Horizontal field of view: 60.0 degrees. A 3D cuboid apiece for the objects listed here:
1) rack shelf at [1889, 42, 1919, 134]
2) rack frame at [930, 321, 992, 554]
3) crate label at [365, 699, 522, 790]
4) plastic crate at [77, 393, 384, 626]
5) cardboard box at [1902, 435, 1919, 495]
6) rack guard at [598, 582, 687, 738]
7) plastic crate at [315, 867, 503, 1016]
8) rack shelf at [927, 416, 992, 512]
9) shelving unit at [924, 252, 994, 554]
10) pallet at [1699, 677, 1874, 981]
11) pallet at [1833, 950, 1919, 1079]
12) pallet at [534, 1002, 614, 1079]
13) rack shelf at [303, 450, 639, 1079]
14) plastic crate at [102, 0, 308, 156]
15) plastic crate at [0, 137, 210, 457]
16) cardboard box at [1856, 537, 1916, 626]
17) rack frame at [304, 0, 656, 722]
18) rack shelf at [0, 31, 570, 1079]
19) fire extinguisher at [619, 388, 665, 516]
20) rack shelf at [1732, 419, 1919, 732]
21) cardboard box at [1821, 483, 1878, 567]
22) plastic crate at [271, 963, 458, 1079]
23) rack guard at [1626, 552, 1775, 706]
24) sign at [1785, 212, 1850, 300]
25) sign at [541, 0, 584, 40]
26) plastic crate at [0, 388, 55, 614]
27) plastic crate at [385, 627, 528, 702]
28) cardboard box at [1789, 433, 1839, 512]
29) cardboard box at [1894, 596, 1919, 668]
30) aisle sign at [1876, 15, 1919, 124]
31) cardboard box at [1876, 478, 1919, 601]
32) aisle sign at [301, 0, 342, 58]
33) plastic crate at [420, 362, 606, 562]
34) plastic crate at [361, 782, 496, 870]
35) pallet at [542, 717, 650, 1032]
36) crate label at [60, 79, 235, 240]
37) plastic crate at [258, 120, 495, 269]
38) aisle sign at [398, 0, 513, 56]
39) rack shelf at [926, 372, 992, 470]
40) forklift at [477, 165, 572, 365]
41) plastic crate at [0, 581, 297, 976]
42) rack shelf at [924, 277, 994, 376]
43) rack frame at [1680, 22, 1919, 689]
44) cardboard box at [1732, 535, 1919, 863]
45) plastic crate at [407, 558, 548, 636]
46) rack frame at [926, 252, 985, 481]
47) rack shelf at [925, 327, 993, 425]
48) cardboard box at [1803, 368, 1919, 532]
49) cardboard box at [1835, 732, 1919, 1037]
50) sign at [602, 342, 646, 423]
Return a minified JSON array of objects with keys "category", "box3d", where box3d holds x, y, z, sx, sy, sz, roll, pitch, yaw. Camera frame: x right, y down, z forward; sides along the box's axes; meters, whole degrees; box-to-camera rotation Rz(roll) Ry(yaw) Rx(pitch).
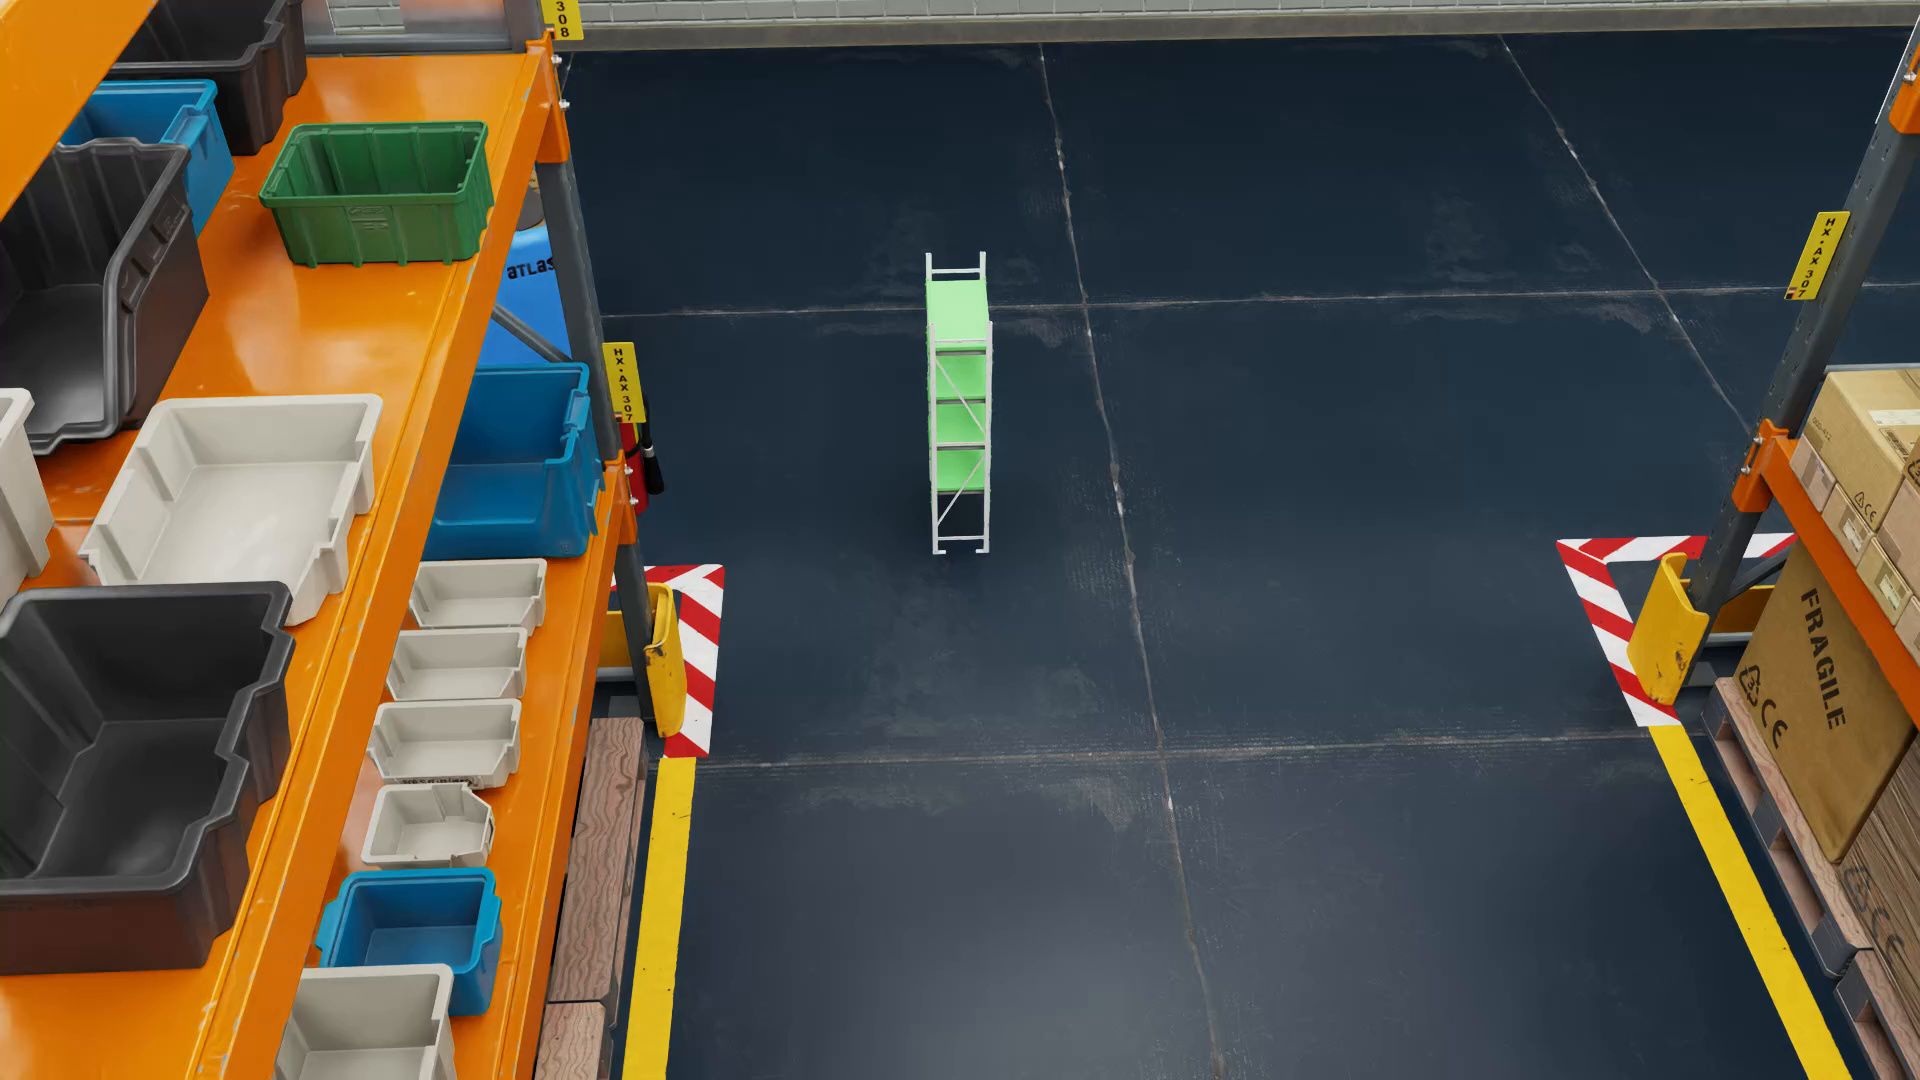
[{"category":"rack shelf","box3d":[3.380,-0.061,3.409,1.077,0.370,4.000,-2,43,-2]},{"category":"rack frame","box3d":[0.003,-0.389,6.787,0.240,1.200,0.015,-2,43,-2]},{"category":"crate label","box3d":[-1.403,0.576,4.553,0.396,0.136,0.243,-2,43,-2]},{"category":"plastic crate","box3d":[-1.317,-0.049,3.058,0.437,0.136,0.530,-2,43,-2]},{"category":"cardboard box","box3d":[3.067,-0.232,4.619,0.500,0.500,0.500,-3,43,-3]},{"category":"rack guard","box3d":[-1.667,0.478,6.359,1.175,0.500,0.348,-2,43,-2]},{"category":"plastic crate","box3d":[-1.310,0.991,4.029,0.416,0.233,0.300,-2,43,-2]},{"category":"rack shelf","box3d":[-0.007,-0.330,7.172,0.258,0.148,0.480,-2,43,-2]},{"category":"shelving unit","box3d":[-0.007,-0.554,6.966,0.258,1.200,0.503,-2,43,-2]},{"category":"pallet","box3d":[3.408,0.995,6.008,1.003,0.211,1.213,-2,43,-2]},{"category":"pallet","box3d":[3.456,1.817,5.112,1.003,0.211,1.213,-2,43,-2]},{"category":"pallet","box3d":[-1.608,1.979,4.934,1.003,0.211,1.213,-2,43,-2]},{"category":"rack shelf","box3d":[-1.568,1.187,4.267,1.077,0.370,4.000,-2,43,-2]},{"category":"plastic crate","box3d":[-1.915,-1.218,4.235,0.497,0.269,0.590,-2,43,-2]},{"category":"plastic crate","box3d":[-1.863,-0.472,3.371,0.504,0.338,0.767,-2,43,-2]},{"category":"cardboard box","box3d":[3.004,0.118,5.088,0.380,0.149,0.250,-3,43,-3]},{"category":"rack frame","box3d":[-1.653,-0.428,5.497,1.000,3.000,0.127,-2,43,-2]},{"category":"rack shelf","box3d":[-1.568,0.082,3.254,1.077,0.370,4.000,-2,43,-2]},{"category":"fire extinguisher","box3d":[-1.205,-0.377,5.775,0.296,0.674,0.183,-2,43,-2]},{"category":"rack shelf","box3d":[3.380,1.045,4.422,1.077,0.370,4.000,-2,43,-2]},{"category":"cardboard box","box3d":[2.993,-0.055,5.276,0.380,0.149,0.250,-2,43,-2]},{"category":"plastic crate","box3d":[-1.364,1.258,3.701,0.437,0.282,0.530,-2,43,-2]},{"category":"rack guard","box3d":[3.294,0.335,6.514,1.175,0.500,0.348,-2,43,-2]},{"category":"sign","box3d":[2.741,-0.907,5.320,0.100,0.325,0.005,-2,43,-2]},{"category":"sign","box3d":[-1.104,-1.522,4.548,0.100,0.325,0.005,-2,43,-2]},{"category":"plastic crate","box3d":[-1.867,0.015,2.882,0.437,0.282,0.530,-2,43,-2]},{"category":"plastic crate","box3d":[-1.440,0.388,4.757,0.396,0.136,0.243,-2,43,-2]},{"category":"cardboard box","box3d":[2.981,-0.228,5.465,0.380,0.149,0.250,-1,43,-1]},{"category":"cardboard box","box3d":[3.017,0.294,4.896,0.380,0.149,0.250,-2,43,-2]},{"category":"aisle sign","box3d":[2.993,-1.568,4.817,0.394,0.787,0.004,-2,43,-2]},{"category":"cardboard box","box3d":[3.075,0.058,4.858,0.500,0.250,0.500,-2,43,-2]},{"category":"aisle sign","box3d":[-1.953,-1.426,4.662,0.394,0.787,0.004,-2,43,-2]},{"category":"plastic crate","box3d":[-1.452,-0.242,5.224,0.616,0.435,0.499,-2,43,-2]},{"category":"plastic crate","box3d":[-1.372,0.775,4.335,0.298,0.136,0.250,-2,43,-2]},{"category":"pallet","box3d":[-1.657,1.158,5.831,1.003,0.211,1.213,-2,43,-2]},{"category":"crate label","box3d":[-1.937,-0.847,3.844,0.408,0.251,0.502,-2,43,-2]},{"category":"plastic crate","box3d":[-1.326,-0.798,3.838,0.450,0.188,0.336,-2,43,-2]},{"category":"aisle sign","box3d":[-1.363,-1.443,4.681,0.394,0.787,0.004,-2,43,-2]},{"category":"rack shelf","box3d":[-0.007,-0.507,7.010,0.258,0.148,0.480,-2,43,-2]},{"category":"forklift","box3d":[-3.225,-1.558,6.781,3.031,2.935,1.130,-16,45,-17]},{"category":"plastic crate","box3d":[-1.262,0.368,2.505,0.497,0.269,0.590,-2,43,-2]},{"category":"rack shelf","box3d":[-0.007,-0.861,6.685,0.258,0.148,0.480,-2,43,-2]},{"category":"rack frame","box3d":[3.296,-0.570,5.652,1.000,3.000,0.127,-2,43,-2]},{"category":"cardboard box","box3d":[3.403,0.488,5.759,0.875,0.875,0.875,-2,43,-2]},{"category":"plastic crate","box3d":[-1.437,0.192,4.971,0.396,0.136,0.243,-2,43,-2]},{"category":"rack frame","box3d":[-0.017,-0.719,7.146,0.240,1.200,0.015,-2,43,-2]},{"category":"rack shelf","box3d":[-0.007,-0.684,6.847,0.258,0.148,0.480,-2,43,-2]},{"category":"cardboard box","box3d":[3.046,-0.293,5.240,0.500,0.250,0.500,-3,43,-3]},{"category":"cardboard box","box3d":[3.441,1.102,5.089,0.875,0.875,0.875,-2,43,-2]},{"category":"sign","box3d":[-1.104,-0.515,5.471,0.100,0.325,0.005,-2,43,-2]}]
